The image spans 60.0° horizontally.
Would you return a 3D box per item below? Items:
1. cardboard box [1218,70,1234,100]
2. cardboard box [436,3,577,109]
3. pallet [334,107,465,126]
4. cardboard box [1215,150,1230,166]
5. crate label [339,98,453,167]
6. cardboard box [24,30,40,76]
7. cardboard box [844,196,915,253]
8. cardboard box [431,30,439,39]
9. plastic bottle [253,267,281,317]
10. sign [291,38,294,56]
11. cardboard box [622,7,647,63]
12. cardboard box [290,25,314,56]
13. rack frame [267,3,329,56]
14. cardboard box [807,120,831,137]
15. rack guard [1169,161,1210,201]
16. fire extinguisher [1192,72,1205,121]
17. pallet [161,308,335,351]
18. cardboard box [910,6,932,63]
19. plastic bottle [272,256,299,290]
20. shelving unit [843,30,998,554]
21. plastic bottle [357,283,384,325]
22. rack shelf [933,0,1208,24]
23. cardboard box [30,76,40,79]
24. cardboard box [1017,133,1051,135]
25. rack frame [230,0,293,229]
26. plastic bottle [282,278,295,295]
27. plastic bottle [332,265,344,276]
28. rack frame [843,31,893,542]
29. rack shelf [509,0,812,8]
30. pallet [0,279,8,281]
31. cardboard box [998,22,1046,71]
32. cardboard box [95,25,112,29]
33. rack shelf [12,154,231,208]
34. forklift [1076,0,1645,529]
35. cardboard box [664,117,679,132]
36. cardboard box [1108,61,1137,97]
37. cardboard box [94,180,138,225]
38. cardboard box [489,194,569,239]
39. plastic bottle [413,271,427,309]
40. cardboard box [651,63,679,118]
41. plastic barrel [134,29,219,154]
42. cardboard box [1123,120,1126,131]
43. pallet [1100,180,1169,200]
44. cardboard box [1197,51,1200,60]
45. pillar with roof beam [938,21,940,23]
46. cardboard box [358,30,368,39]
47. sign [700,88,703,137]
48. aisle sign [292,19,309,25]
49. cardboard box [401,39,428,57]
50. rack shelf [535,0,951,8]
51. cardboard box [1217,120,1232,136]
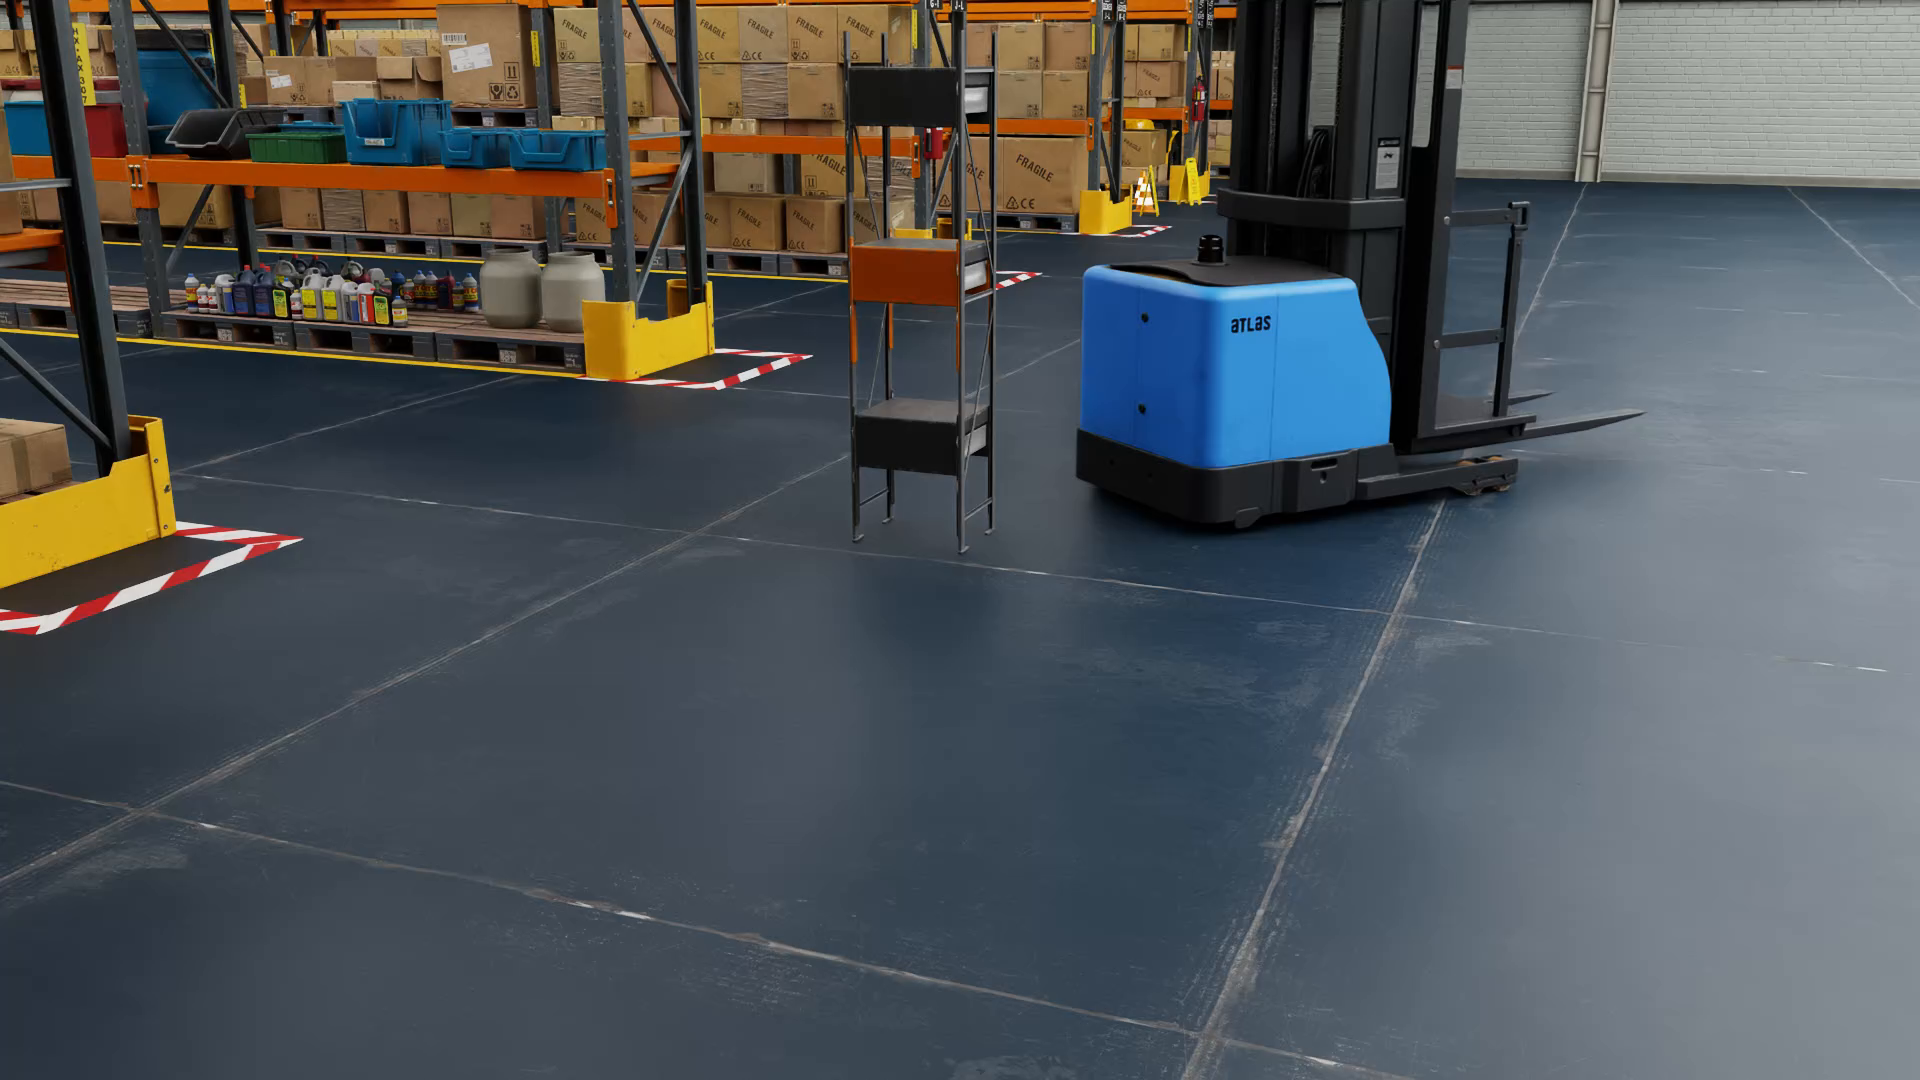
[{"bbox_3d":[4.725,-7.808,28.510,0.500,0.500,0.500,6,17,19],"label":"cardboard box"},{"bbox_3d":[-4.584,-4.937,16.969,1.000,1.000,1.000,6,17,21],"label":"cardboard box"},{"bbox_3d":[-5.761,-4.454,17.481,1.213,0.211,1.003,6,17,21],"label":"pallet"},{"bbox_3d":[4.726,-6.625,28.794,0.500,0.250,0.500,6,17,21],"label":"cardboard box"},{"bbox_3d":[-3.804,-2.771,11.274,0.616,0.435,0.502,6,17,21],"label":"crate label"},{"bbox_3d":[-10.107,-5.541,18.901,0.637,0.503,0.797,6,17,21],"label":"cardboard box"},{"bbox_3d":[-0.750,-2.990,15.821,0.500,0.500,0.500,10,19,31],"label":"cardboard box"},{"bbox_3d":[-8.781,-8.611,28.318,0.250,0.149,0.380,6,17,20],"label":"cardboard box"},{"bbox_3d":[-4.939,-1.774,11.867,0.185,0.351,0.144,6,17,18],"label":"plastic bottle"},{"bbox_3d":[-7.427,-5.398,18.453,0.005,0.325,0.100,6,17,21],"label":"sign"},{"bbox_3d":[-3.105,-4.838,15.951,0.500,0.500,0.500,6,17,21],"label":"cardboard box"},{"bbox_3d":[-9.755,-7.204,24.102,0.500,0.500,0.500,7,17,22],"label":"cardboard box"},{"bbox_3d":[-9.424,-6.424,23.920,0.127,3.000,1.000,6,17,21],"label":"rack frame"},{"bbox_3d":[-1.227,-3.843,15.480,0.250,0.149,0.380,6,17,21],"label":"cardboard box"},{"bbox_3d":[3.390,-5.298,24.525,0.348,0.500,1.175,6,17,21],"label":"rack guard"},{"bbox_3d":[3.398,-6.322,23.709,0.183,0.674,0.296,6,17,21],"label":"fire extinguisher"},{"bbox_3d":[-5.104,-1.626,12.396,1.213,0.211,1.003,6,17,21],"label":"pallet"},{"bbox_3d":[-0.587,-4.718,15.539,0.500,0.500,0.500,6,17,21],"label":"cardboard box"},{"bbox_3d":[-5.062,-1.955,12.491,0.185,0.351,0.144,6,17,21],"label":"plastic bottle"},{"bbox_3d":[-0.154,-1.025,6.939,0.503,2.100,0.431,6,17,21],"label":"shelving unit"},{"bbox_3d":[-4.086,-1.646,11.559,0.135,0.276,0.152,6,17,21],"label":"plastic bottle"},{"bbox_3d":[1.600,-7.790,24.537,4.000,0.370,1.077,6,17,21],"label":"rack shelf"},{"bbox_3d":[-10.069,-4.981,18.772,0.500,0.500,0.500,6,17,19],"label":"cardboard box"},{"bbox_3d":[1.174,-5.905,24.968,0.500,0.500,0.500,7,18,24],"label":"cardboard box"},{"bbox_3d":[-7.617,-4.738,18.115,0.127,3.000,1.000,6,17,21],"label":"rack frame"},{"bbox_3d":[-4.789,-1.731,11.860,0.097,0.271,0.097,0,16,0],"label":"plastic bottle"},{"bbox_3d":[-4.663,-1.935,12.541,0.133,0.283,0.061,8,18,24],"label":"plastic bottle"},{"bbox_3d":[-0.381,-1.050,7.025,0.015,2.100,0.400,6,17,21],"label":"rack frame"},{"bbox_3d":[-3.843,-6.905,21.488,4.000,0.370,1.077,6,17,21],"label":"rack shelf"},{"bbox_3d":[-8.728,-2.025,13.772,1.213,0.211,1.003,6,17,21],"label":"pallet"},{"bbox_3d":[0.862,-5.867,19.797,0.550,0.550,0.875,6,17,21],"label":"cardboard box"},{"bbox_3d":[-12.353,-7.339,24.568,0.500,0.500,0.500,7,18,22],"label":"cardboard box"},{"bbox_3d":[-7.574,-2.904,13.086,4.000,0.370,1.077,6,17,21],"label":"rack shelf"},{"bbox_3d":[2.093,-1.733,7.887,3.031,2.935,1.130,-9,18,-28],"label":"forklift"},{"bbox_3d":[-2.635,-3.987,15.978,0.250,0.149,0.380,6,17,21],"label":"cardboard box"},{"bbox_3d":[2.391,-6.718,24.220,0.500,0.500,0.500,6,17,21],"label":"cardboard box"},{"bbox_3d":[-9.078,-4.089,18.936,0.875,0.875,1.225,6,17,21],"label":"cardboard box"},{"bbox_3d":[-4.460,-3.408,17.229,0.500,0.500,0.700,5,17,16],"label":"cardboard box"},{"bbox_3d":[-3.977,-1.848,12.264,0.097,0.271,0.097,0,16,0],"label":"plastic bottle"},{"bbox_3d":[-2.546,-4.373,16.143,0.500,0.500,0.875,6,17,21],"label":"cardboard box"},{"bbox_3d":[-5.962,-3.404,12.618,0.708,0.901,0.600,6,17,21],"label":"plastic barrel"},{"bbox_3d":[2.254,-6.078,24.398,0.250,0.149,0.380,7,18,22],"label":"cardboard box"},{"bbox_3d":[2.647,-5.251,24.883,1.213,0.211,1.003,6,17,21],"label":"pallet"},{"bbox_3d":[4.170,-8.344,28.659,0.250,0.149,0.380,6,17,21],"label":"cardboard box"},{"bbox_3d":[-2.199,-10.461,27.068,0.400,9.000,9.100,6,17,21],"label":"pillar with roof beam"},{"bbox_3d":[-10.210,-8.758,28.827,0.250,0.149,0.380,6,17,21],"label":"cardboard box"},{"bbox_3d":[-1.787,-2.911,11.323,0.005,0.325,0.100,6,17,21],"label":"sign"},{"bbox_3d":[-11.597,-9.308,29.191,0.004,0.787,0.394,6,17,21],"label":"aisle sign"},{"bbox_3d":[-9.188,-8.326,28.501,0.500,0.500,0.500,7,17,21],"label":"cardboard box"},{"bbox_3d":[-2.036,-5.220,15.683,4.000,0.370,1.077,6,17,21],"label":"rack shelf"},{"bbox_3d":[4.736,-7.106,28.654,0.500,0.250,0.500,7,18,22],"label":"cardboard box"}]
